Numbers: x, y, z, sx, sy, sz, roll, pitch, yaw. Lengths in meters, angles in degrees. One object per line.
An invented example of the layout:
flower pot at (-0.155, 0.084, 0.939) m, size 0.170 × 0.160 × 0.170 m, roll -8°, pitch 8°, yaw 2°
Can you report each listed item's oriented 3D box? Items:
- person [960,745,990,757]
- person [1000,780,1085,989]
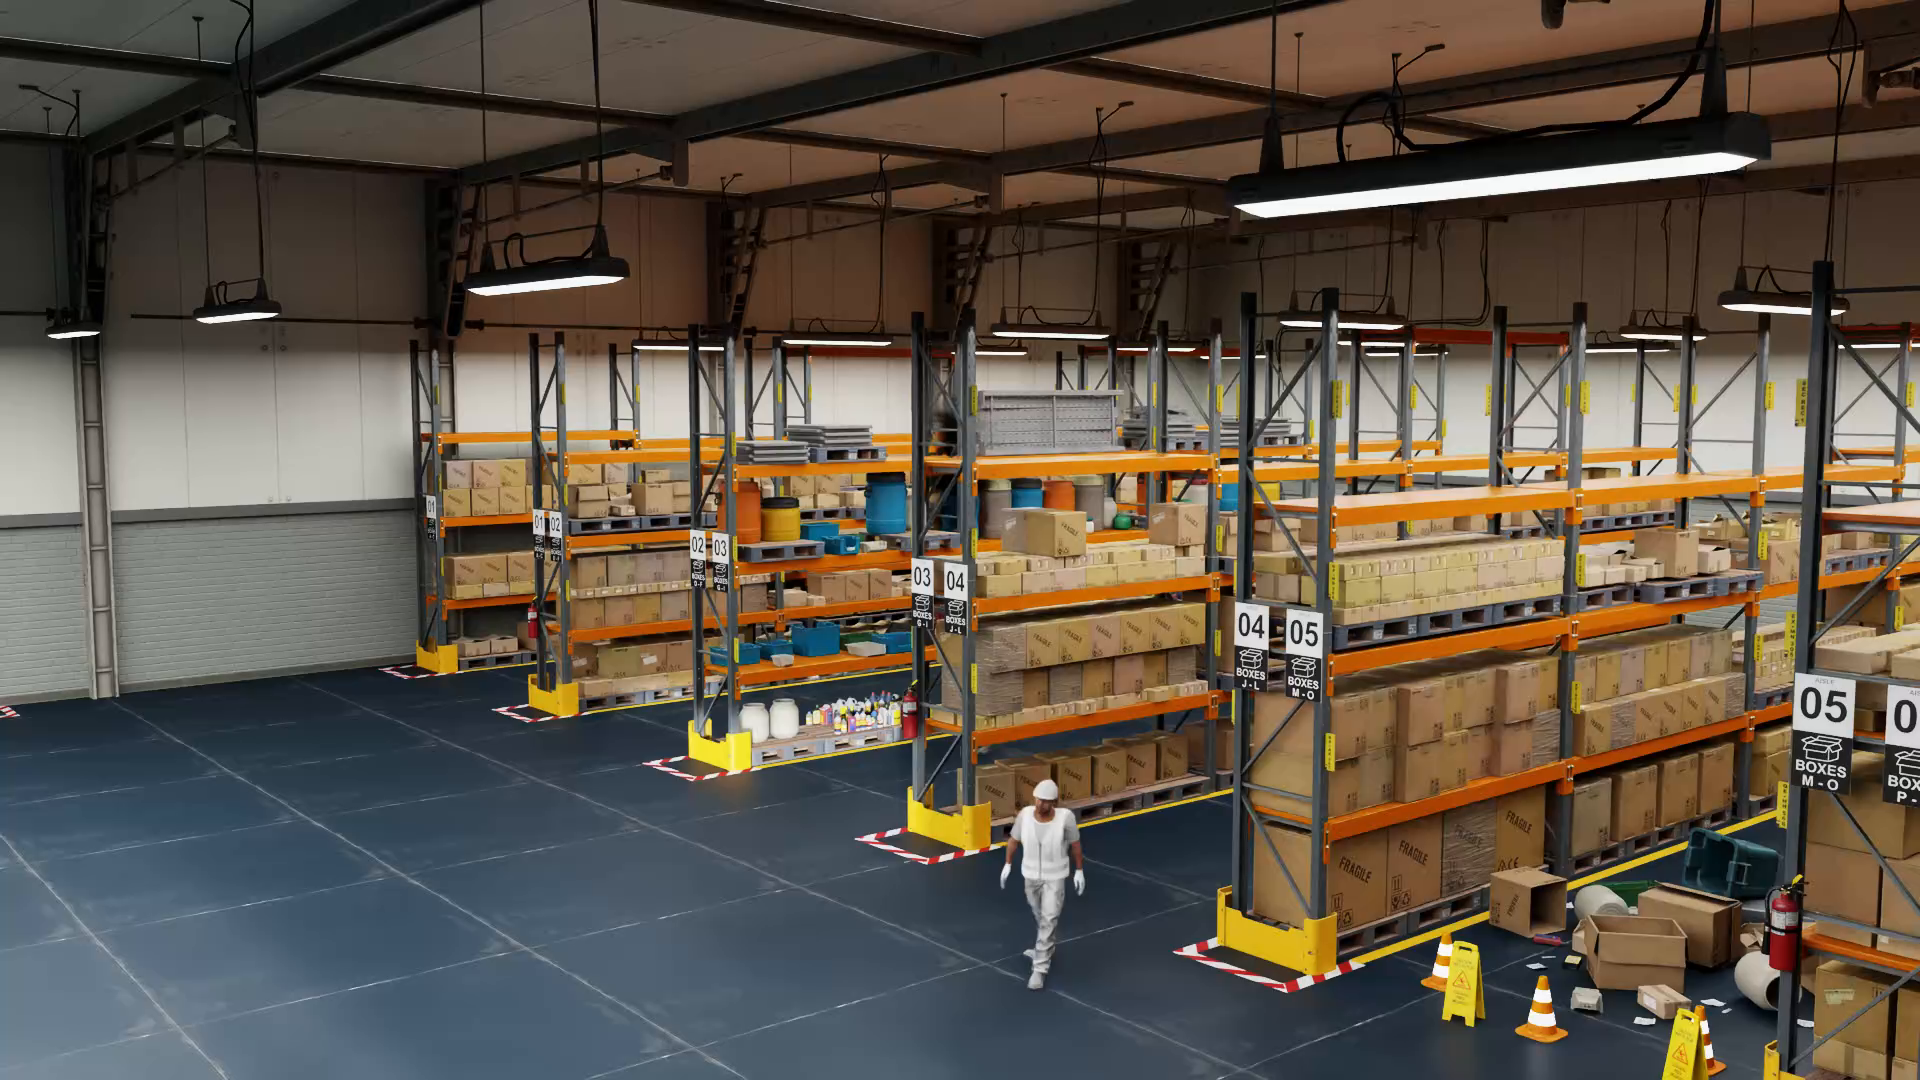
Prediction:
person at (0.220, 2.257, 23.103) m, size 0.613 × 1.541 × 0.865 m, roll 3°, pitch 6°, yaw 32°
person at (0.725, 2.917, 14.469) m, size 0.708 × 1.730 × 0.957 m, roll 2°, pitch 6°, yaw 20°
